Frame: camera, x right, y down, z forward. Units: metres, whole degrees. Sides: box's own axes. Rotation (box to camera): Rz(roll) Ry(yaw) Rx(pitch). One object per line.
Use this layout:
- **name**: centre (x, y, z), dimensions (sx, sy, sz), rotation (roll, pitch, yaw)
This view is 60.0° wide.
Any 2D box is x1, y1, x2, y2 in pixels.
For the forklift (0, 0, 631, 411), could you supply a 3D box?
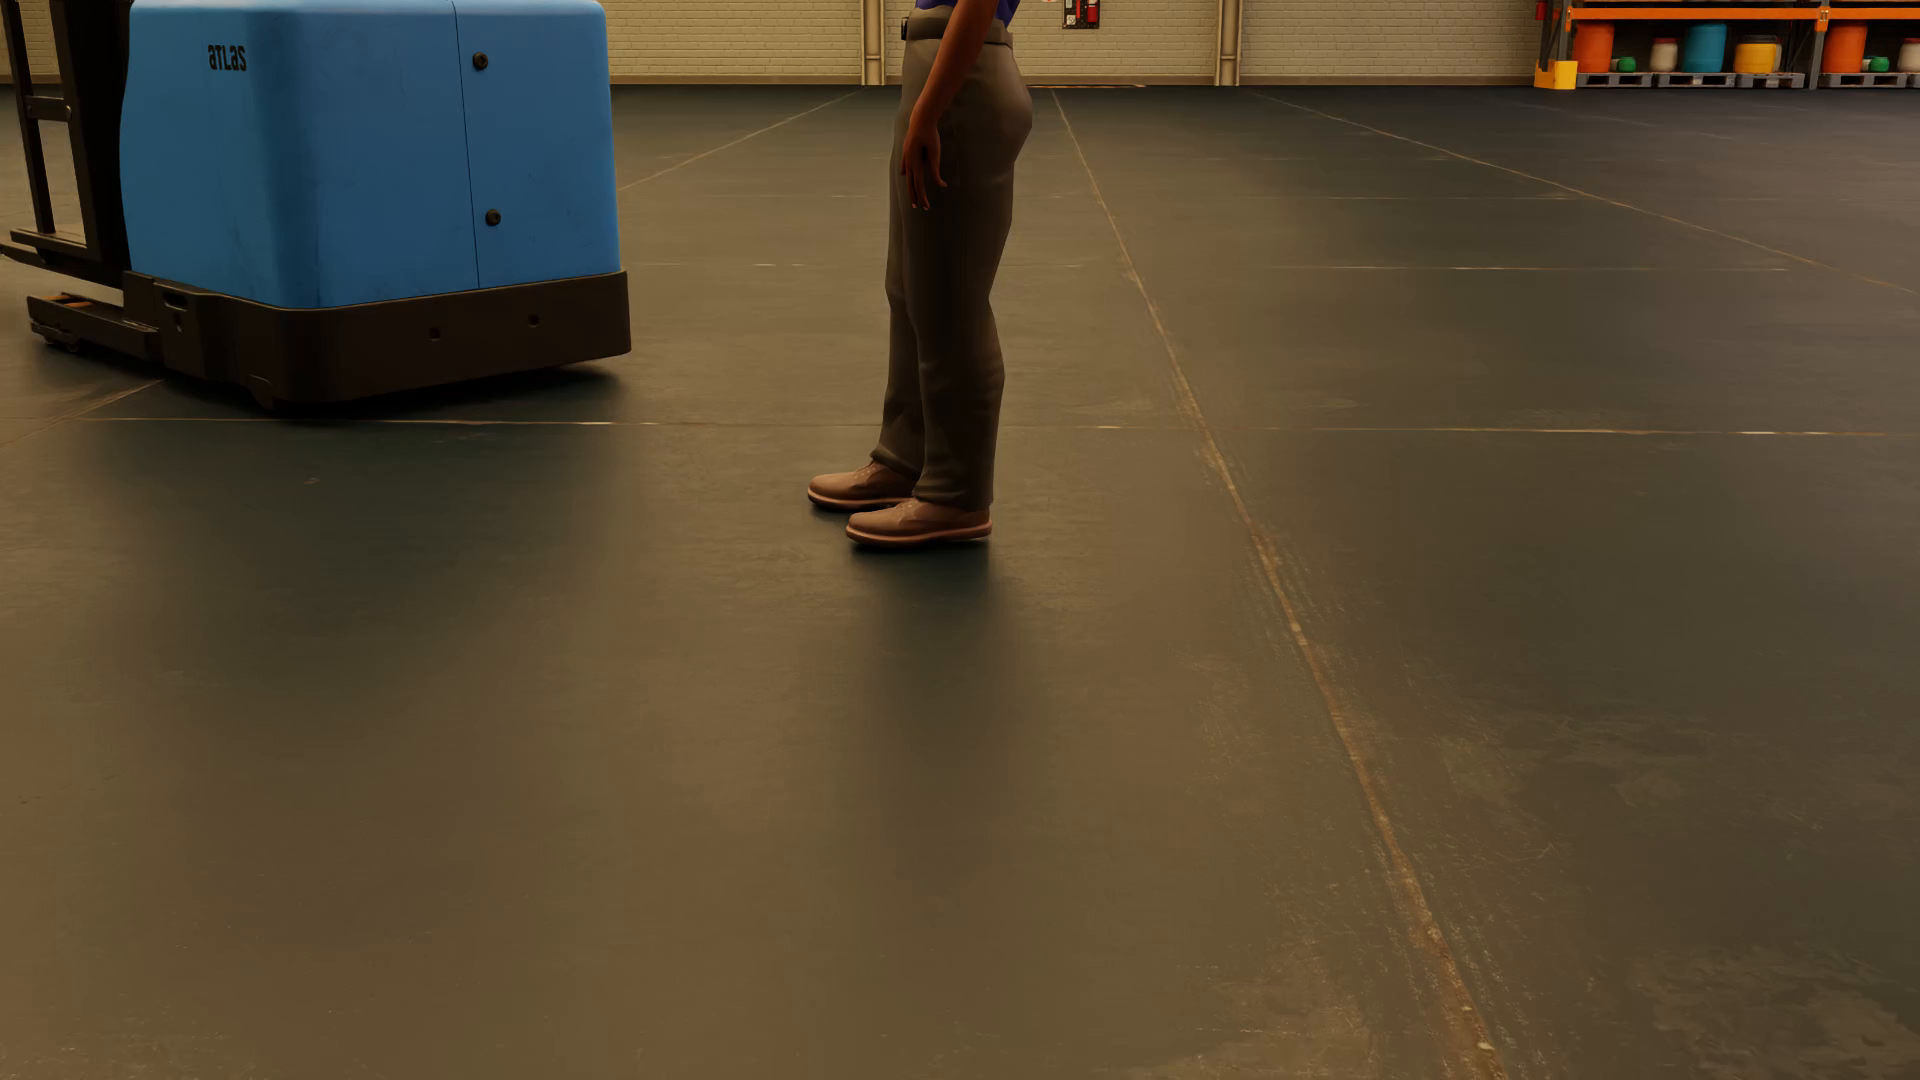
- **forklift**: centre (-2.388, -2.090, 5.158), dimensions (3.031, 2.935, 1.130), rotation (16, 23, 41)

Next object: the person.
- **person**: centre (-0.087, -0.803, 3.146), dimensions (0.504, 1.654, 0.570), rotation (1, 17, 2)
